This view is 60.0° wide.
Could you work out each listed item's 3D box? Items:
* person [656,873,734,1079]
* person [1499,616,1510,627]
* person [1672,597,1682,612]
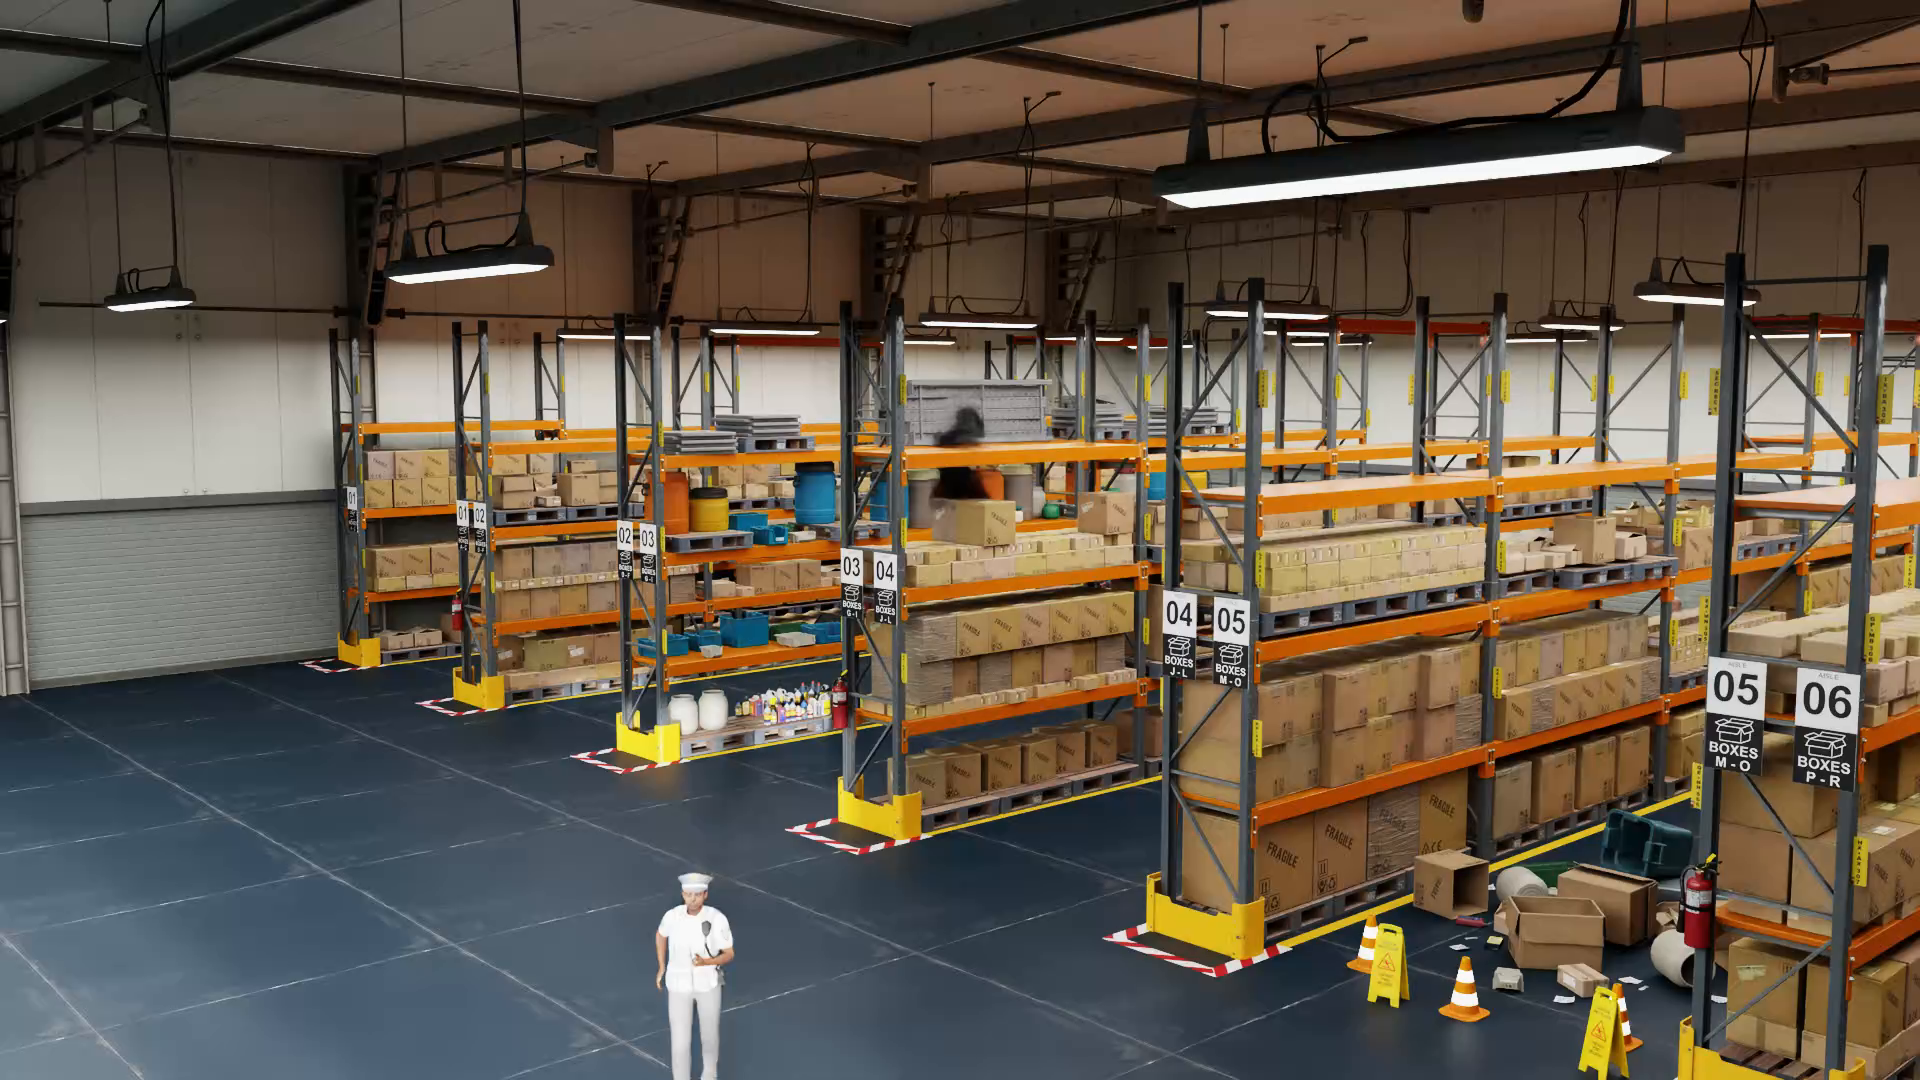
[{"bbox_3d":[-1.861,3.156,11.673,0.562,1.721,0.885,-1,6,-6],"label":"person"},{"bbox_3d":[7.996,1.873,24.548,0.664,1.730,0.971,5,7,41],"label":"person"},{"bbox_3d":[11.017,1.772,25.466,0.883,1.818,0.706,-4,7,-32],"label":"person"}]
